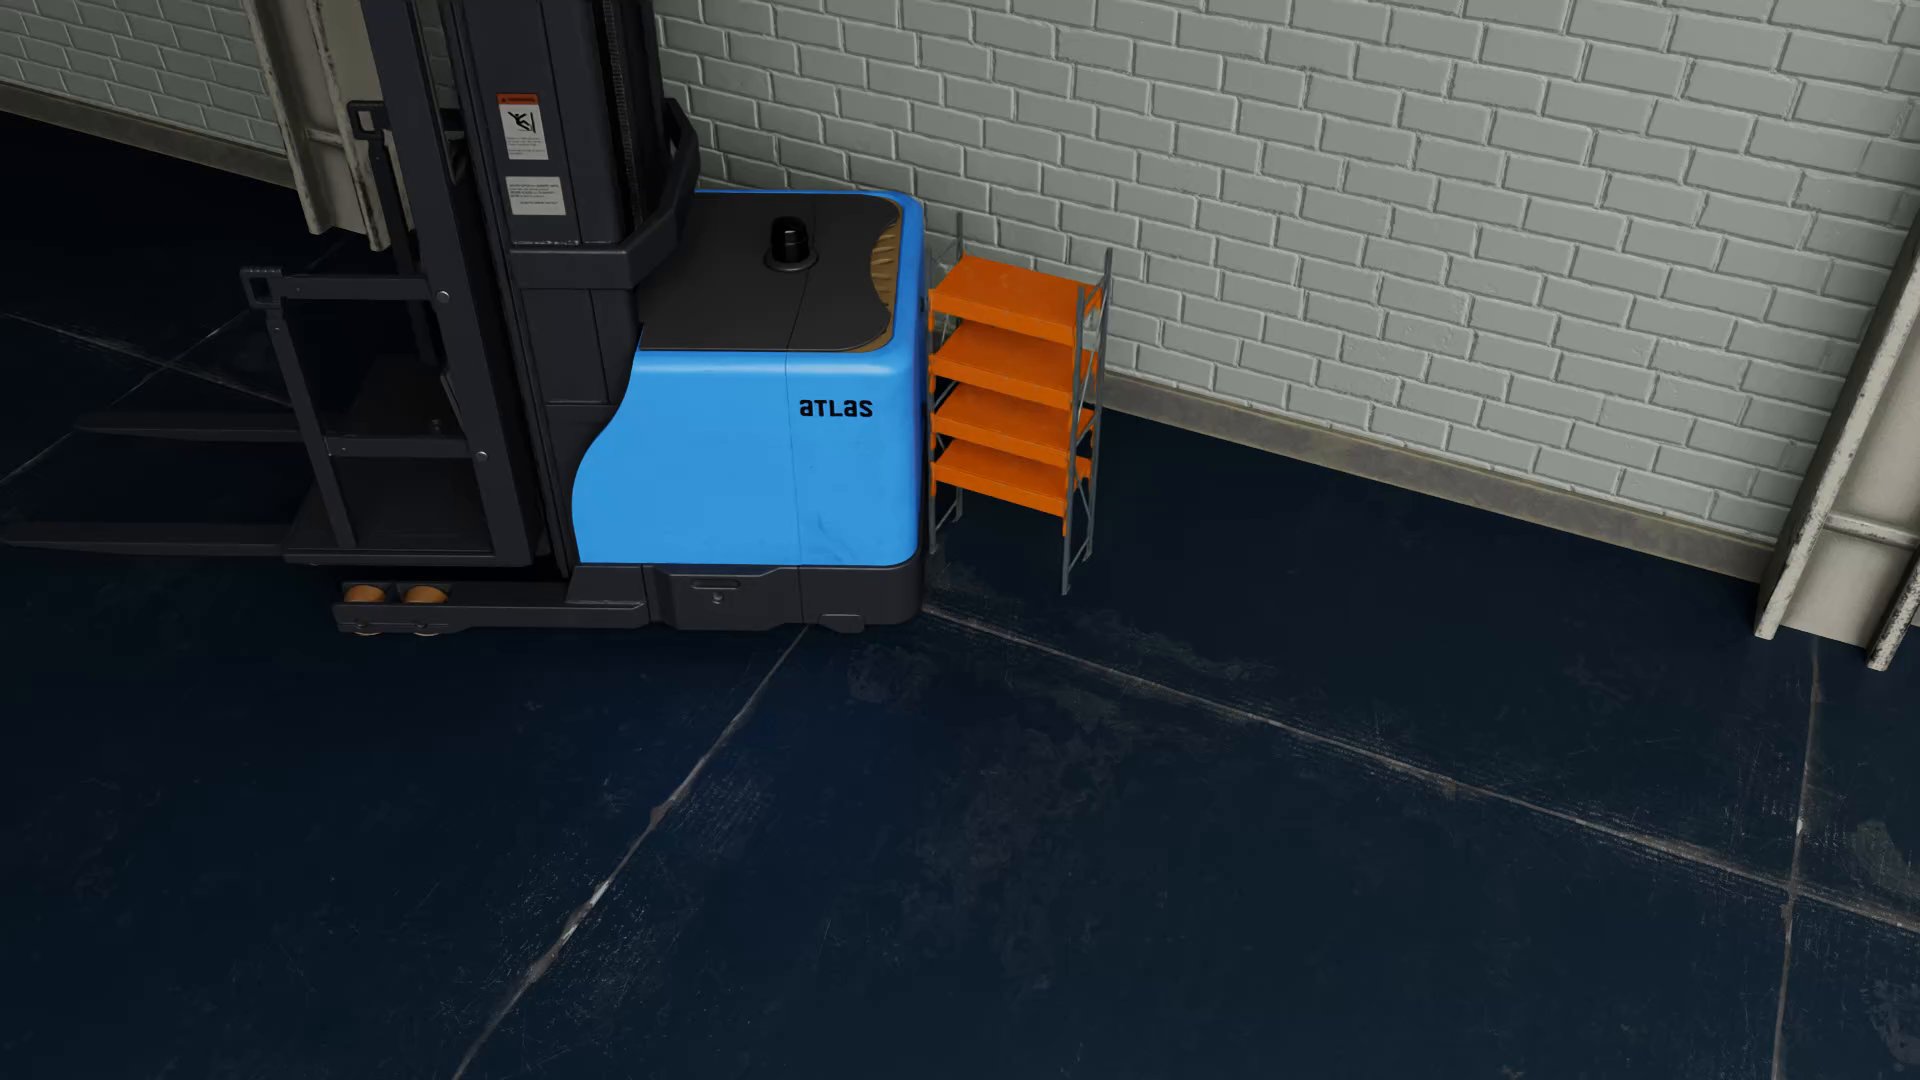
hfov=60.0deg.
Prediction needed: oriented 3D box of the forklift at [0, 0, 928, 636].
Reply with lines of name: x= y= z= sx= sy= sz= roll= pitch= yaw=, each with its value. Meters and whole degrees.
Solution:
forklift: x=-1.629 y=-1.142 z=4.830 sx=3.031 sy=2.935 sz=1.130 roll=1 pitch=41 yaw=1

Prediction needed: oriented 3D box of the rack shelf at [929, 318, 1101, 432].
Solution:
rack shelf: x=0.173 y=-0.526 z=5.201 sx=0.480 sy=0.148 sz=0.258 roll=17 pitch=44 yaw=19

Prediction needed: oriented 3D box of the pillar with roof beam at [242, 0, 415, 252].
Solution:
pillar with roof beam: x=-4.440 y=-2.235 z=1.458 sx=0.400 sy=9.000 sz=9.100 roll=17 pitch=44 yaw=19

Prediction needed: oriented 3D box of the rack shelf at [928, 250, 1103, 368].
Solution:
rack shelf: x=0.173 y=-0.704 z=5.046 sx=0.480 sy=0.148 sz=0.258 roll=17 pitch=44 yaw=19

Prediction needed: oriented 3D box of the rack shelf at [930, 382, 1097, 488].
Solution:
rack shelf: x=0.173 y=-0.356 z=5.348 sx=0.480 sy=0.148 sz=0.258 roll=17 pitch=44 yaw=19

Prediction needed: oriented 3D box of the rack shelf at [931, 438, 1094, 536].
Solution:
rack shelf: x=0.173 y=-0.206 z=5.478 sx=0.480 sy=0.148 sz=0.258 roll=17 pitch=44 yaw=19

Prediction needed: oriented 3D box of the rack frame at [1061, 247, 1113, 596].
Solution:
rack frame: x=0.395 y=-0.340 z=5.226 sx=0.015 sy=1.200 sz=0.240 roll=17 pitch=44 yaw=19

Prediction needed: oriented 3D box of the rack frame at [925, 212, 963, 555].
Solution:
rack frame: x=-0.048 y=-0.475 z=5.382 sx=0.015 sy=1.200 sz=0.240 roll=17 pitch=44 yaw=19

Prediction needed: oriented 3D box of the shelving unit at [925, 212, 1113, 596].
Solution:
shelving unit: x=0.173 y=-0.407 z=5.304 sx=0.503 sy=1.200 sz=0.258 roll=17 pitch=44 yaw=19
